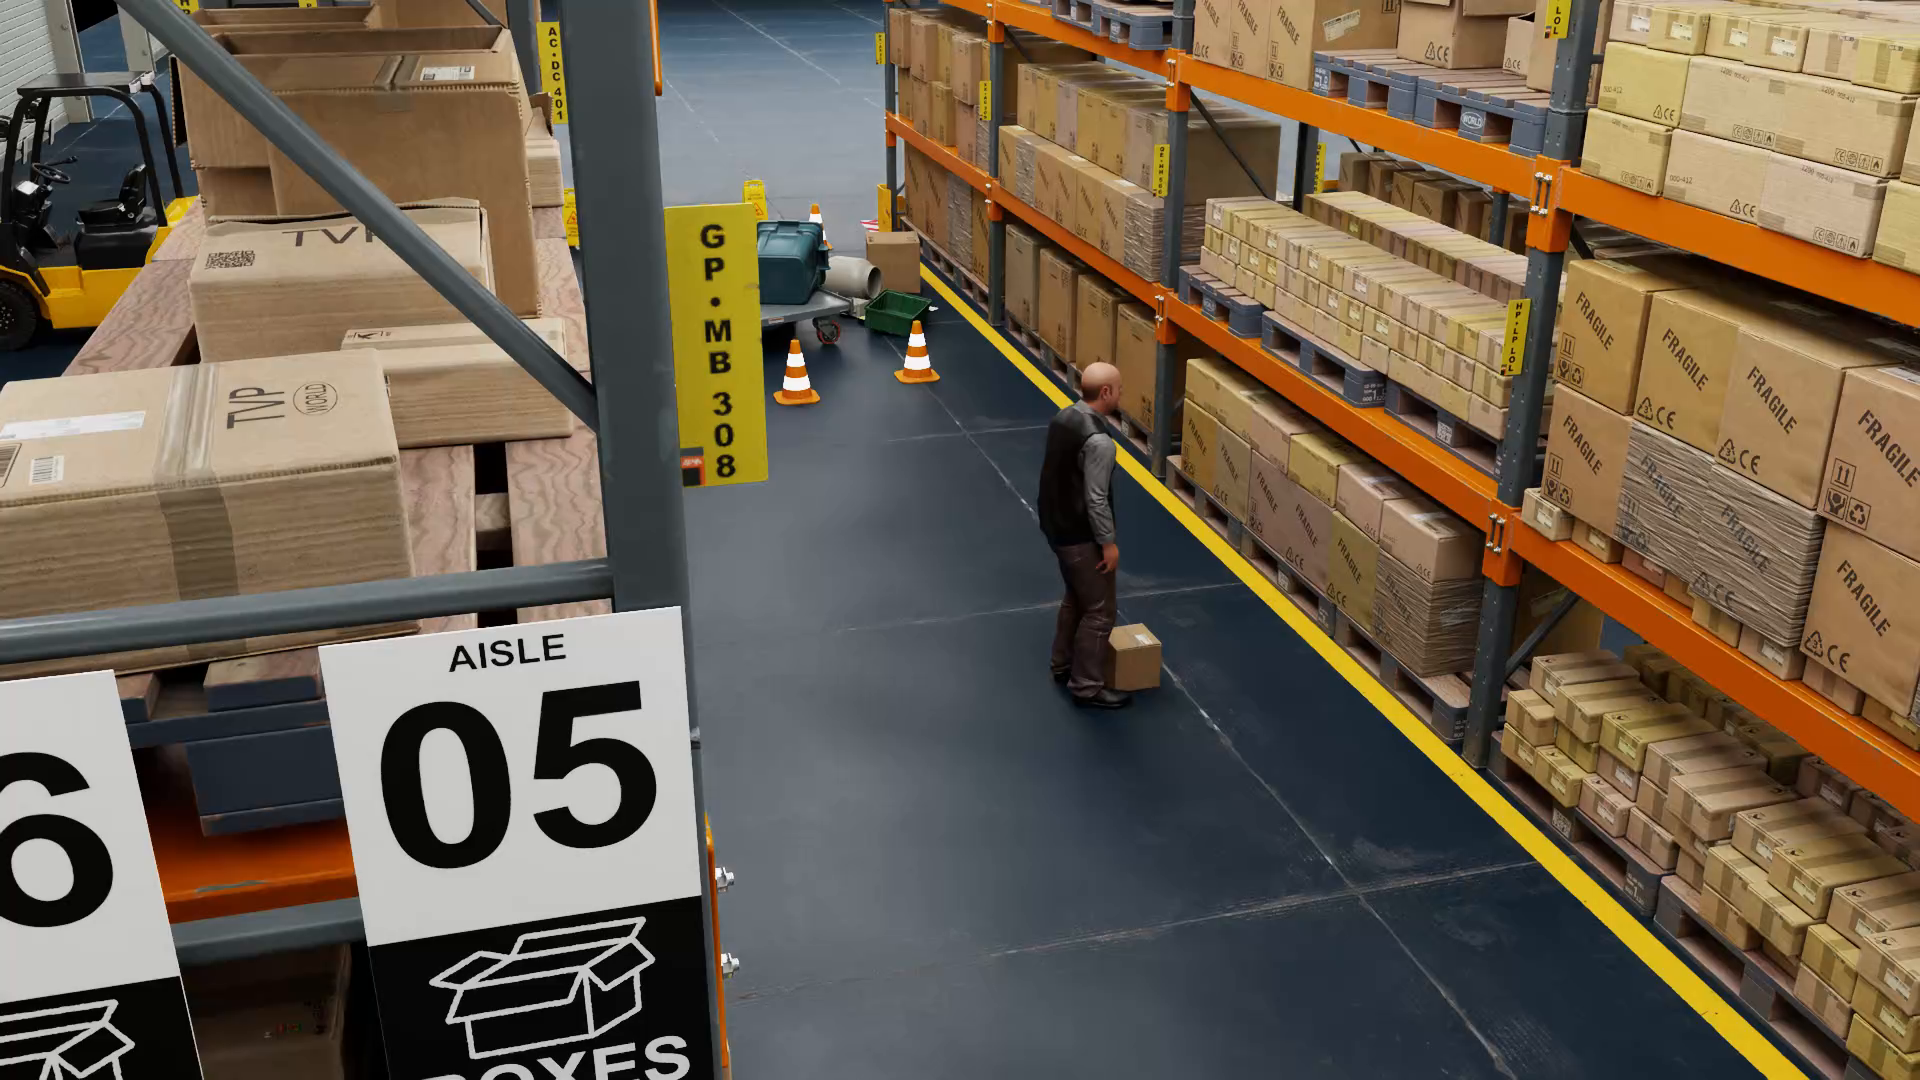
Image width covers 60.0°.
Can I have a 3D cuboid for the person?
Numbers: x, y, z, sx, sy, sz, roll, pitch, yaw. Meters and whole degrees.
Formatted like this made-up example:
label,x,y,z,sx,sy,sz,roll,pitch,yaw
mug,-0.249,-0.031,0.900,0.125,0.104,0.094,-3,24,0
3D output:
label,x,y,z,sx,sy,sz,roll,pitch,yaw
person,0.602,-0.033,8.206,0.421,1.718,0.578,-7,24,-15
